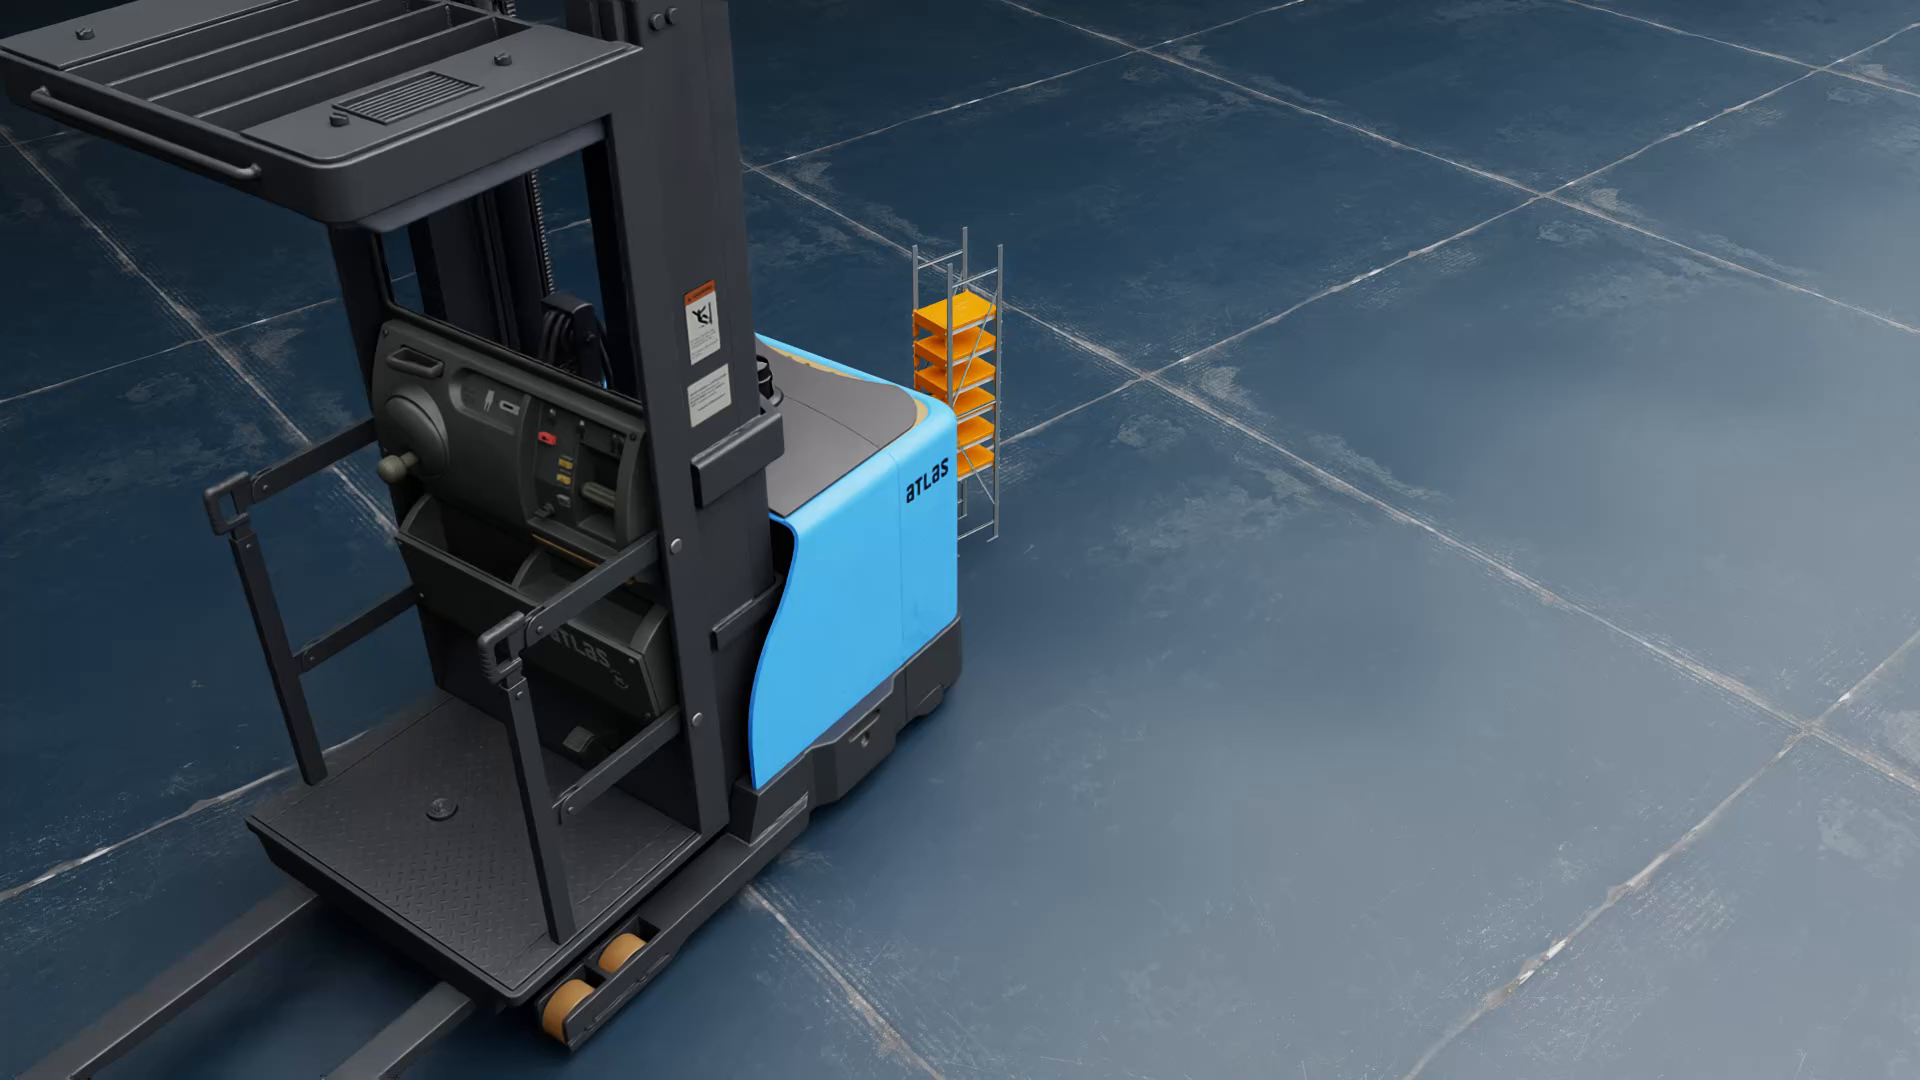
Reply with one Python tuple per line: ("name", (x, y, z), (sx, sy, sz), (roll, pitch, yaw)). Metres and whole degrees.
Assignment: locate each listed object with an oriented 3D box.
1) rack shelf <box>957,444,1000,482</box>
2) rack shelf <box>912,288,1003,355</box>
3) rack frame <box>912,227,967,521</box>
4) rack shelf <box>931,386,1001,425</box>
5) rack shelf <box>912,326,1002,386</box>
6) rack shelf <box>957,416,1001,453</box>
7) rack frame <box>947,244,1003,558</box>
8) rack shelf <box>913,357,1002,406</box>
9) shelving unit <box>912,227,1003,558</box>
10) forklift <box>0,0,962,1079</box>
("rack shelf", (-0.009, -0.264, 6.077), (0.258, 0.103, 0.180), (-26, 43, -32))
("rack shelf", (-0.009, -0.754, 5.730), (0.258, 0.103, 0.180), (-26, 43, -32))
("rack frame", (-0.068, -0.536, 5.969), (0.240, 1.200, 0.006), (-26, 43, -32))
("rack shelf", (-0.009, -0.460, 5.938), (0.258, 0.103, 0.180), (-26, 43, -32))
("rack shelf", (-0.009, -0.656, 5.799), (0.258, 0.103, 0.180), (-26, 43, -32))
("rack shelf", (-0.009, -0.362, 6.007), (0.258, 0.103, 0.180), (-26, 43, -32))
("rack frame", (0.050, -0.456, 5.855), (0.240, 1.200, 0.006), (-26, 43, -32))
("rack shelf", (-0.009, -0.558, 5.869), (0.258, 0.103, 0.180), (-26, 43, -32))
("shelving unit", (-0.009, -0.496, 5.912), (0.258, 1.200, 0.189), (-26, 43, -32))
("forklift", (-1.255, -0.189, 3.981), (1.130, 2.935, 3.031), (22, 41, 28))
